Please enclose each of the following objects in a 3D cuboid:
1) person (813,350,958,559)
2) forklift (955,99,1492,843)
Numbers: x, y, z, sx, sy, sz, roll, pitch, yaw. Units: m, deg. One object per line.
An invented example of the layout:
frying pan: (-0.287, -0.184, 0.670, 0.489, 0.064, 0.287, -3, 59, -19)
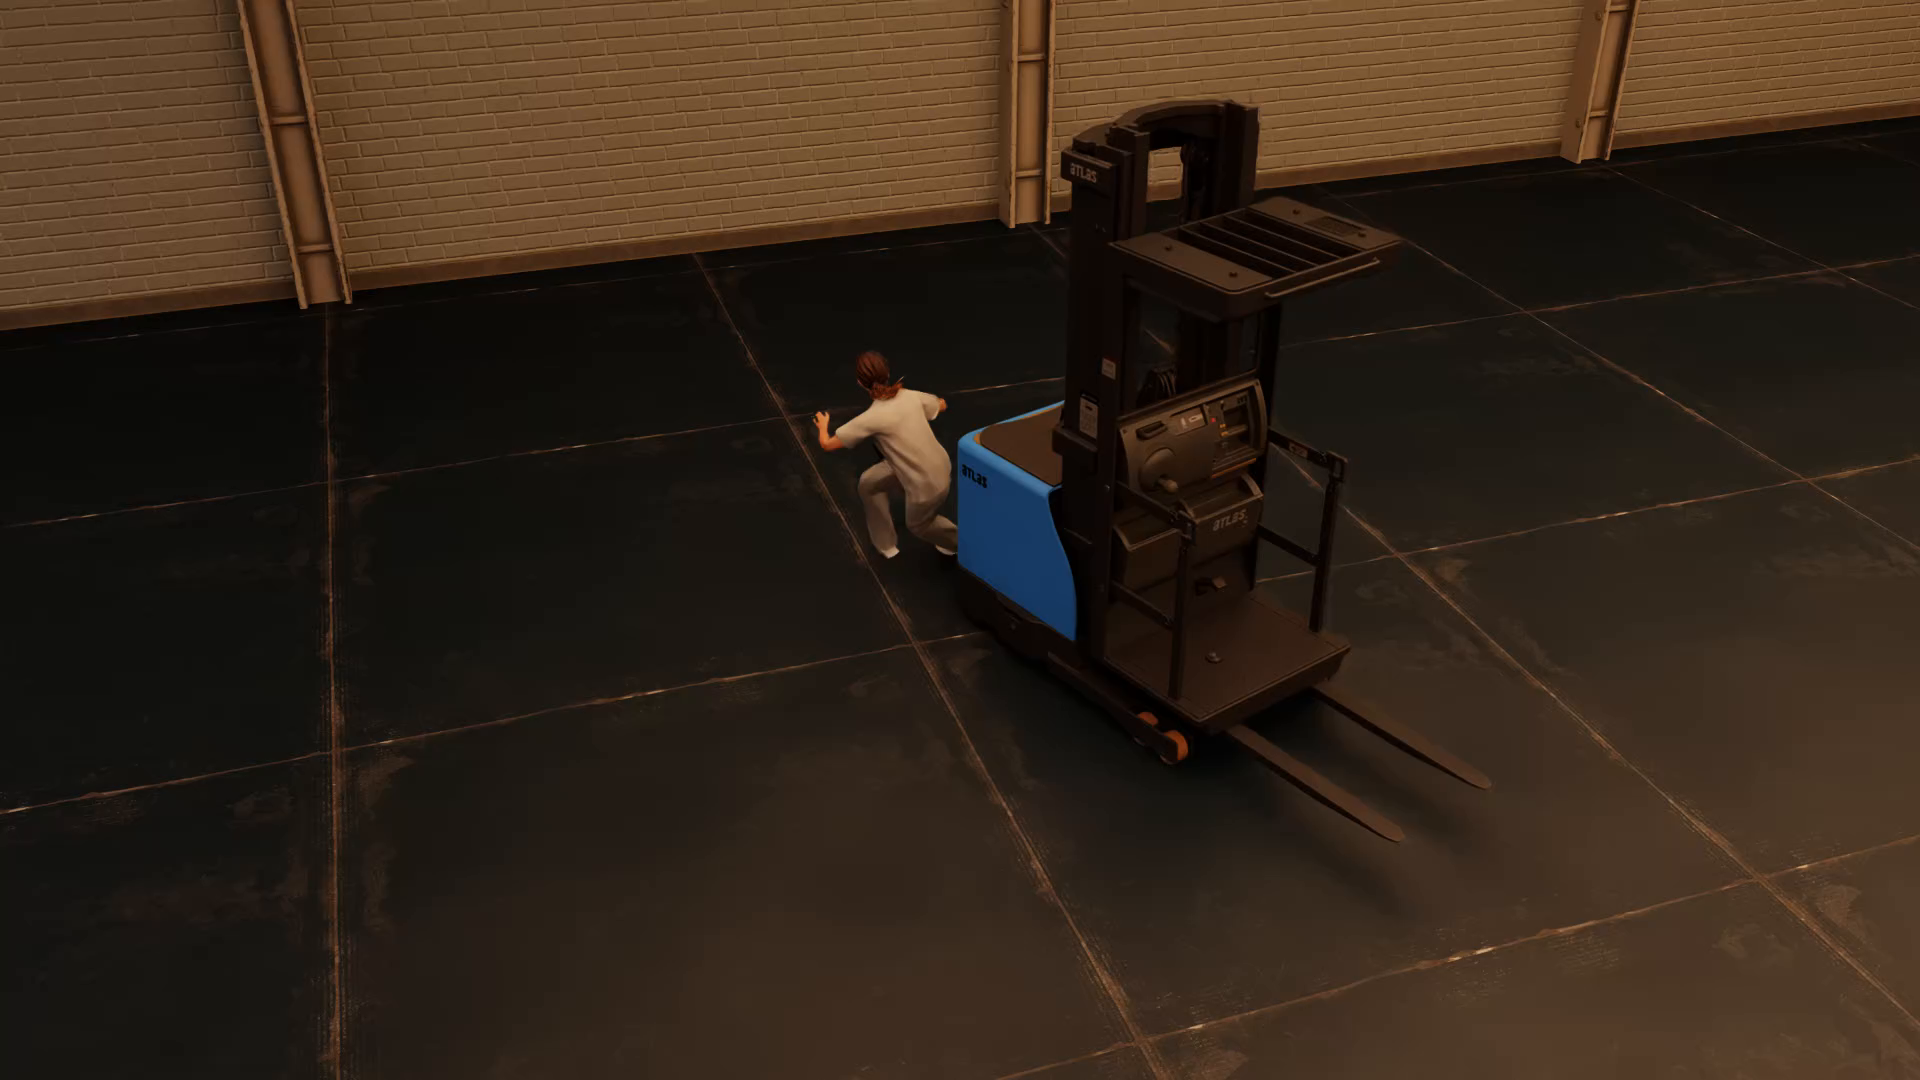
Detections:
person: (-0.383, -0.437, 9.342, 0.819, 1.431, 0.880, 11, 32, 19)
forklift: (1.262, -0.455, 7.878, 1.130, 2.935, 3.031, -21, 36, -32)
